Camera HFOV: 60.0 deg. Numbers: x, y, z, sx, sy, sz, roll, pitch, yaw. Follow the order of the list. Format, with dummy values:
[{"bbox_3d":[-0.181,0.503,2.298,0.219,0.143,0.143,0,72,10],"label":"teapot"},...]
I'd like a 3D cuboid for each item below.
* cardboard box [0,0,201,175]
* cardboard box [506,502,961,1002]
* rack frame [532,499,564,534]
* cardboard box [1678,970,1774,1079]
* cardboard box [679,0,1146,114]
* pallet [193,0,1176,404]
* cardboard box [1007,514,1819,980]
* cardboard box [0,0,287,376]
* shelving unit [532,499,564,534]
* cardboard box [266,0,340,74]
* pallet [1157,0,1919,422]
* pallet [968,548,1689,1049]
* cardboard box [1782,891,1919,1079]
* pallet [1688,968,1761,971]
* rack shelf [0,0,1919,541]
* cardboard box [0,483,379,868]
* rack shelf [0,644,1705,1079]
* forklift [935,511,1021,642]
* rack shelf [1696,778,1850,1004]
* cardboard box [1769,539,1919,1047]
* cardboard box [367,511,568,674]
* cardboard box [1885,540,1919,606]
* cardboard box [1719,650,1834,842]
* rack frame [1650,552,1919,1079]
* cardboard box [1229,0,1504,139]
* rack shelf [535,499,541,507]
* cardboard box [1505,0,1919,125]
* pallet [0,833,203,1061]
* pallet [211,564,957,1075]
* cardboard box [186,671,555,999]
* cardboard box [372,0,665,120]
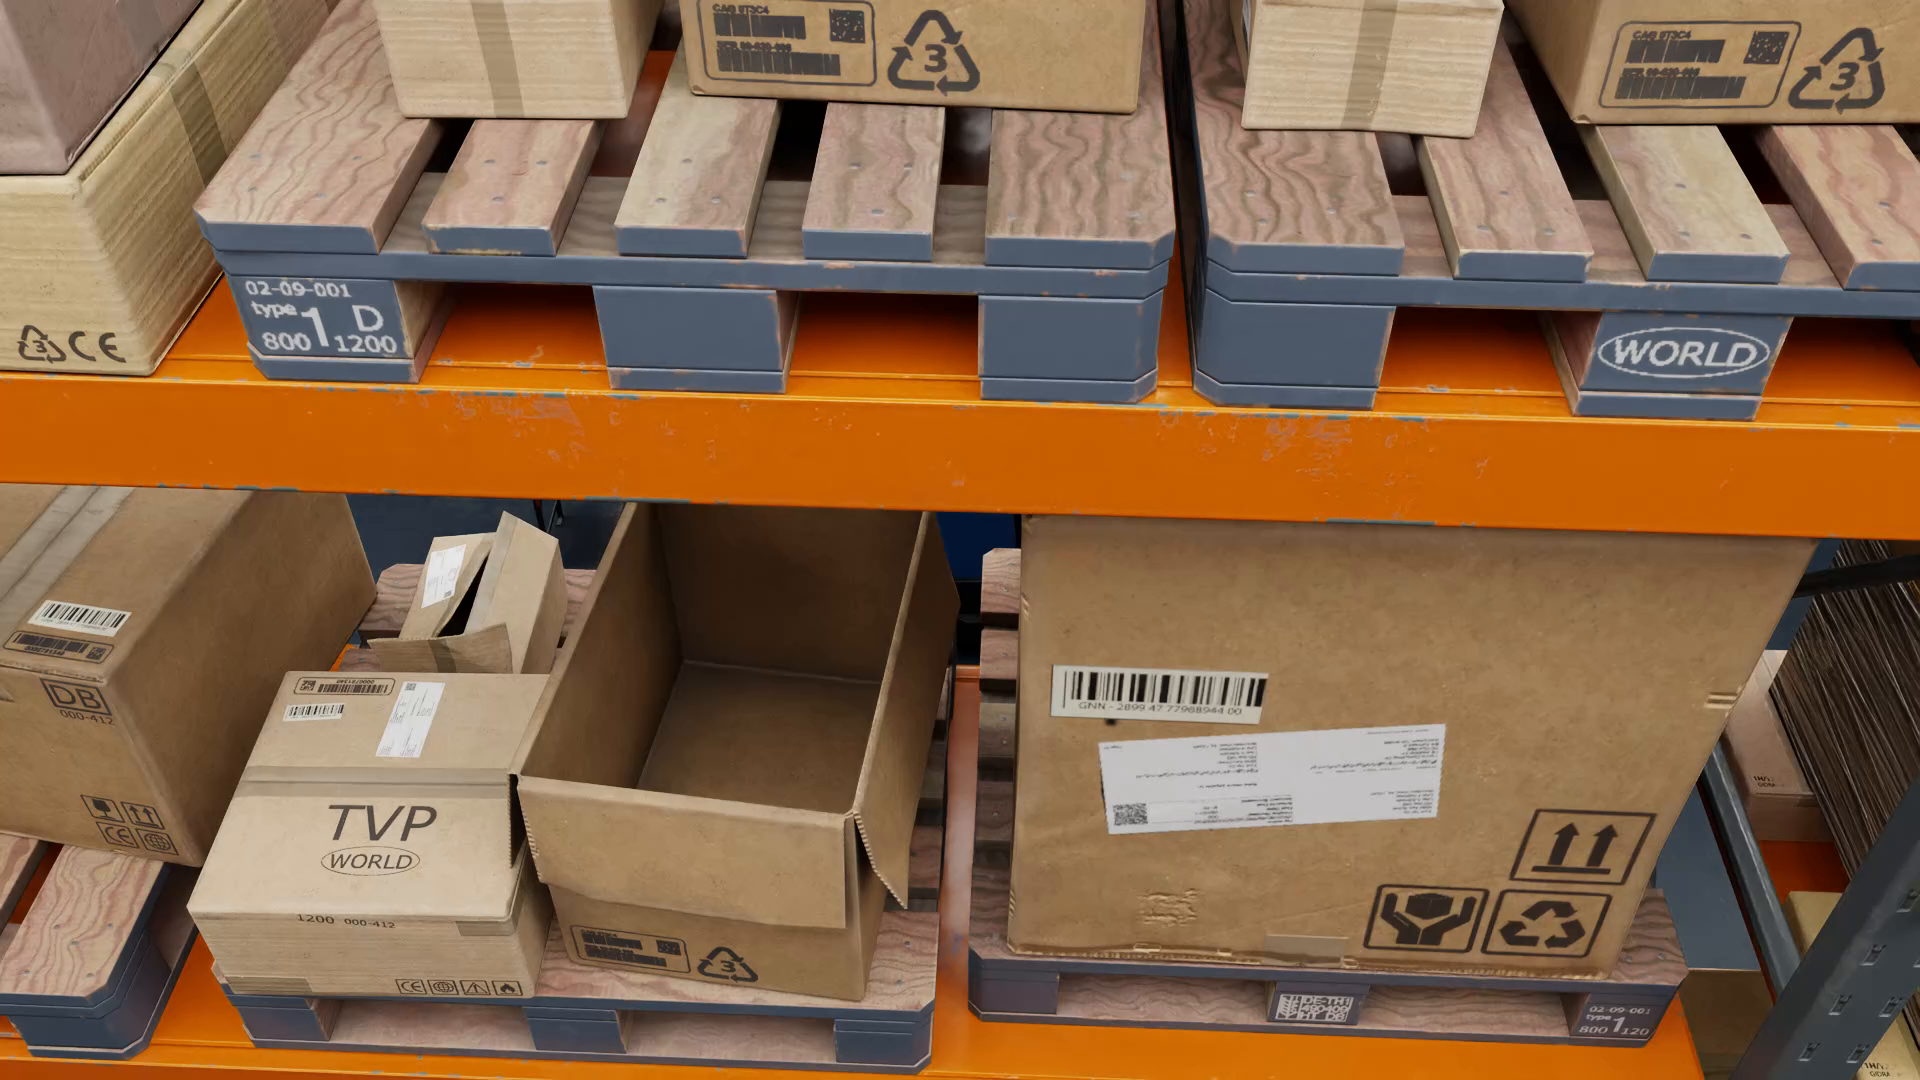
[{"bbox_3d":[-1.138,-0.718,1.679,0.500,0.500,0.500,1,43,1],"label":"cardboard box"},{"bbox_3d":[-0.346,0.322,2.820,0.637,0.503,0.797,6,43,6],"label":"cardboard box"},{"bbox_3d":[-1.399,-0.442,5.344,0.015,1.200,0.240,0,43,0],"label":"rack frame"},{"bbox_3d":[1.788,1.304,3.675,0.500,0.500,0.500,1,43,1],"label":"cardboard box"},{"bbox_3d":[-0.016,-0.895,1.926,0.637,0.503,0.797,3,43,4],"label":"cardboard box"},{"bbox_3d":[-0.258,-0.646,2.180,1.003,0.211,1.213,2,43,2],"label":"pallet"},{"bbox_3d":[0.603,0.011,2.789,1.000,1.000,1.000,2,43,2],"label":"cardboard box"},{"bbox_3d":[-1.121,-0.448,1.940,0.500,0.250,0.500,3,43,3],"label":"cardboard box"},{"bbox_3d":[-1.155,-0.441,5.344,0.503,1.200,0.258,0,43,0],"label":"shelving unit"},{"bbox_3d":[-1.122,-0.791,2.307,0.500,0.250,0.500,3,43,3],"label":"cardboard box"},{"bbox_3d":[0.778,-0.616,2.148,1.003,0.211,1.213,2,43,2],"label":"pallet"},{"bbox_3d":[0.633,0.452,3.205,1.213,0.211,1.003,2,43,2],"label":"pallet"},{"bbox_3d":[1.591,0.807,2.867,0.250,0.149,0.380,2,43,2],"label":"cardboard box"},{"bbox_3d":[2.063,1.521,3.963,1.213,0.211,1.003,2,43,2],"label":"pallet"},{"bbox_3d":[-0.608,-0.392,2.297,4.000,0.370,1.077,2,43,2],"label":"rack shelf"},{"bbox_3d":[-1.502,0.129,3.029,0.500,0.500,0.700,8,44,8],"label":"cardboard box"},{"bbox_3d":[-0.608,0.706,3.319,4.000,0.370,1.077,2,43,2],"label":"rack shelf"},{"bbox_3d":[0.625,-1.072,4.750,3.031,2.935,1.130,0,43,0],"label":"forklift"},{"bbox_3d":[3.388,0.829,3.188,4.000,0.370,1.077,2,43,2],"label":"rack shelf"},{"bbox_3d":[1.837,0.414,2.813,0.500,0.500,0.875,2,43,2],"label":"cardboard box"},{"bbox_3d":[-0.928,0.144,3.185,0.258,0.266,0.396,1,43,1],"label":"cardboard box"},{"bbox_3d":[1.852,-0.181,2.718,0.500,0.500,0.500,2,43,2],"label":"cardboard box"},{"bbox_3d":[1.618,0.402,3.302,0.250,0.149,0.380,2,43,2],"label":"cardboard box"},{"bbox_3d":[1.390,0.504,3.008,0.127,3.000,1.000,2,43,2],"label":"rack frame"},{"bbox_3d":[0.447,-0.659,1.846,0.258,0.266,0.396,3,43,3],"label":"cardboard box"},{"bbox_3d":[-1.155,-0.247,5.525,0.480,0.148,0.258,0,43,0],"label":"rack shelf"},{"bbox_3d":[0.925,-0.867,1.895,0.637,0.503,0.797,0,43,0],"label":"cardboard box"},{"bbox_3d":[-1.889,0.401,3.260,1.003,0.211,1.213,2,43,2],"label":"pallet"},{"bbox_3d":[-0.626,0.484,3.170,1.213,0.211,1.003,2,43,2],"label":"pallet"},{"bbox_3d":[-0.942,0.490,2.825,0.500,0.250,0.500,1,43,1],"label":"cardboard box"},{"bbox_3d":[-0.487,-0.651,1.911,0.250,0.166,0.380,1,43,1],"label":"cardboard box"}]
